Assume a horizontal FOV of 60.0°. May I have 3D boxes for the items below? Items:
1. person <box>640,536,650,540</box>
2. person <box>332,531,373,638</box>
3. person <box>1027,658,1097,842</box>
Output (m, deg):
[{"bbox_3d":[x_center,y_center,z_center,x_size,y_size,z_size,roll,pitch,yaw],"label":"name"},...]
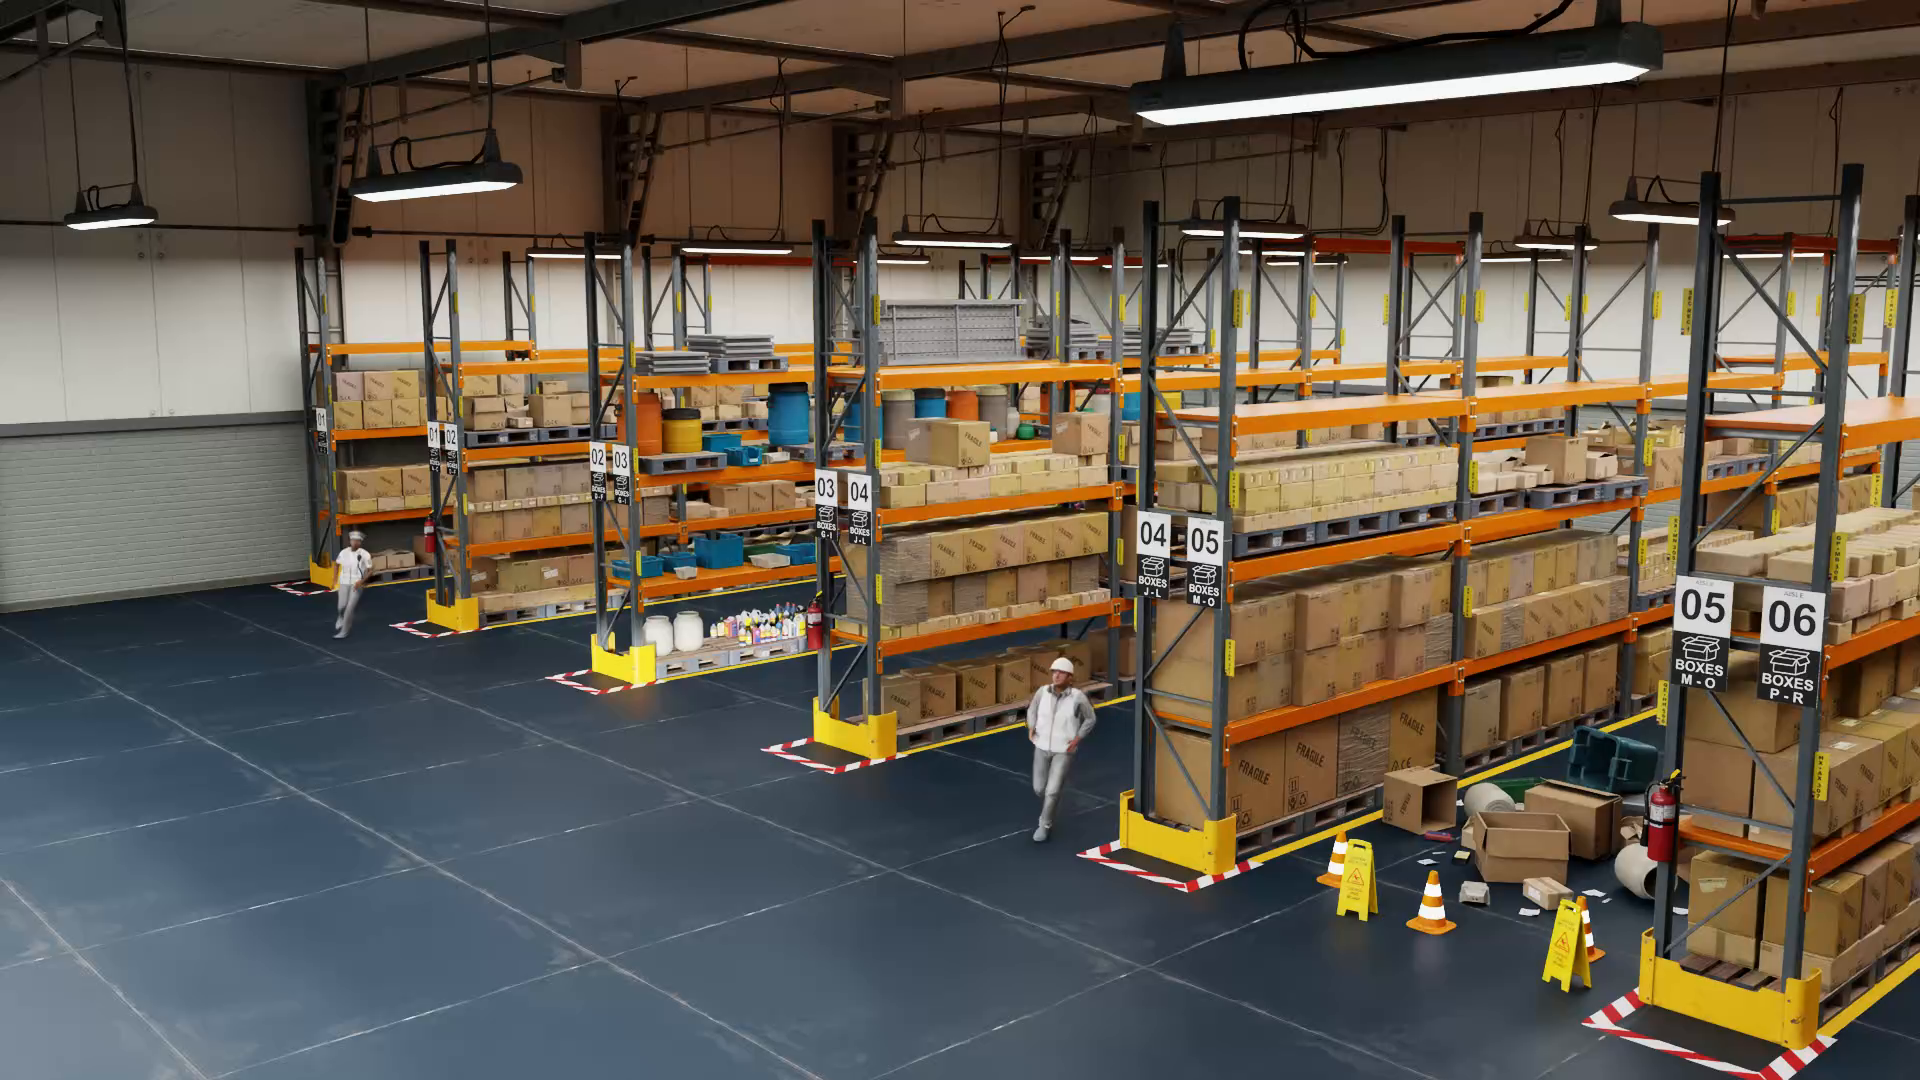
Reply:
[{"bbox_3d":[-5.852,-0.218,30.804,0.673,1.800,0.757,6,10,35],"label":"person"},{"bbox_3d":[-9.215,0.677,25.194,0.612,1.624,0.502,-1,8,-9],"label":"person"},{"bbox_3d":[0.966,1.982,16.025,0.684,1.749,0.751,4,9,24],"label":"person"}]
